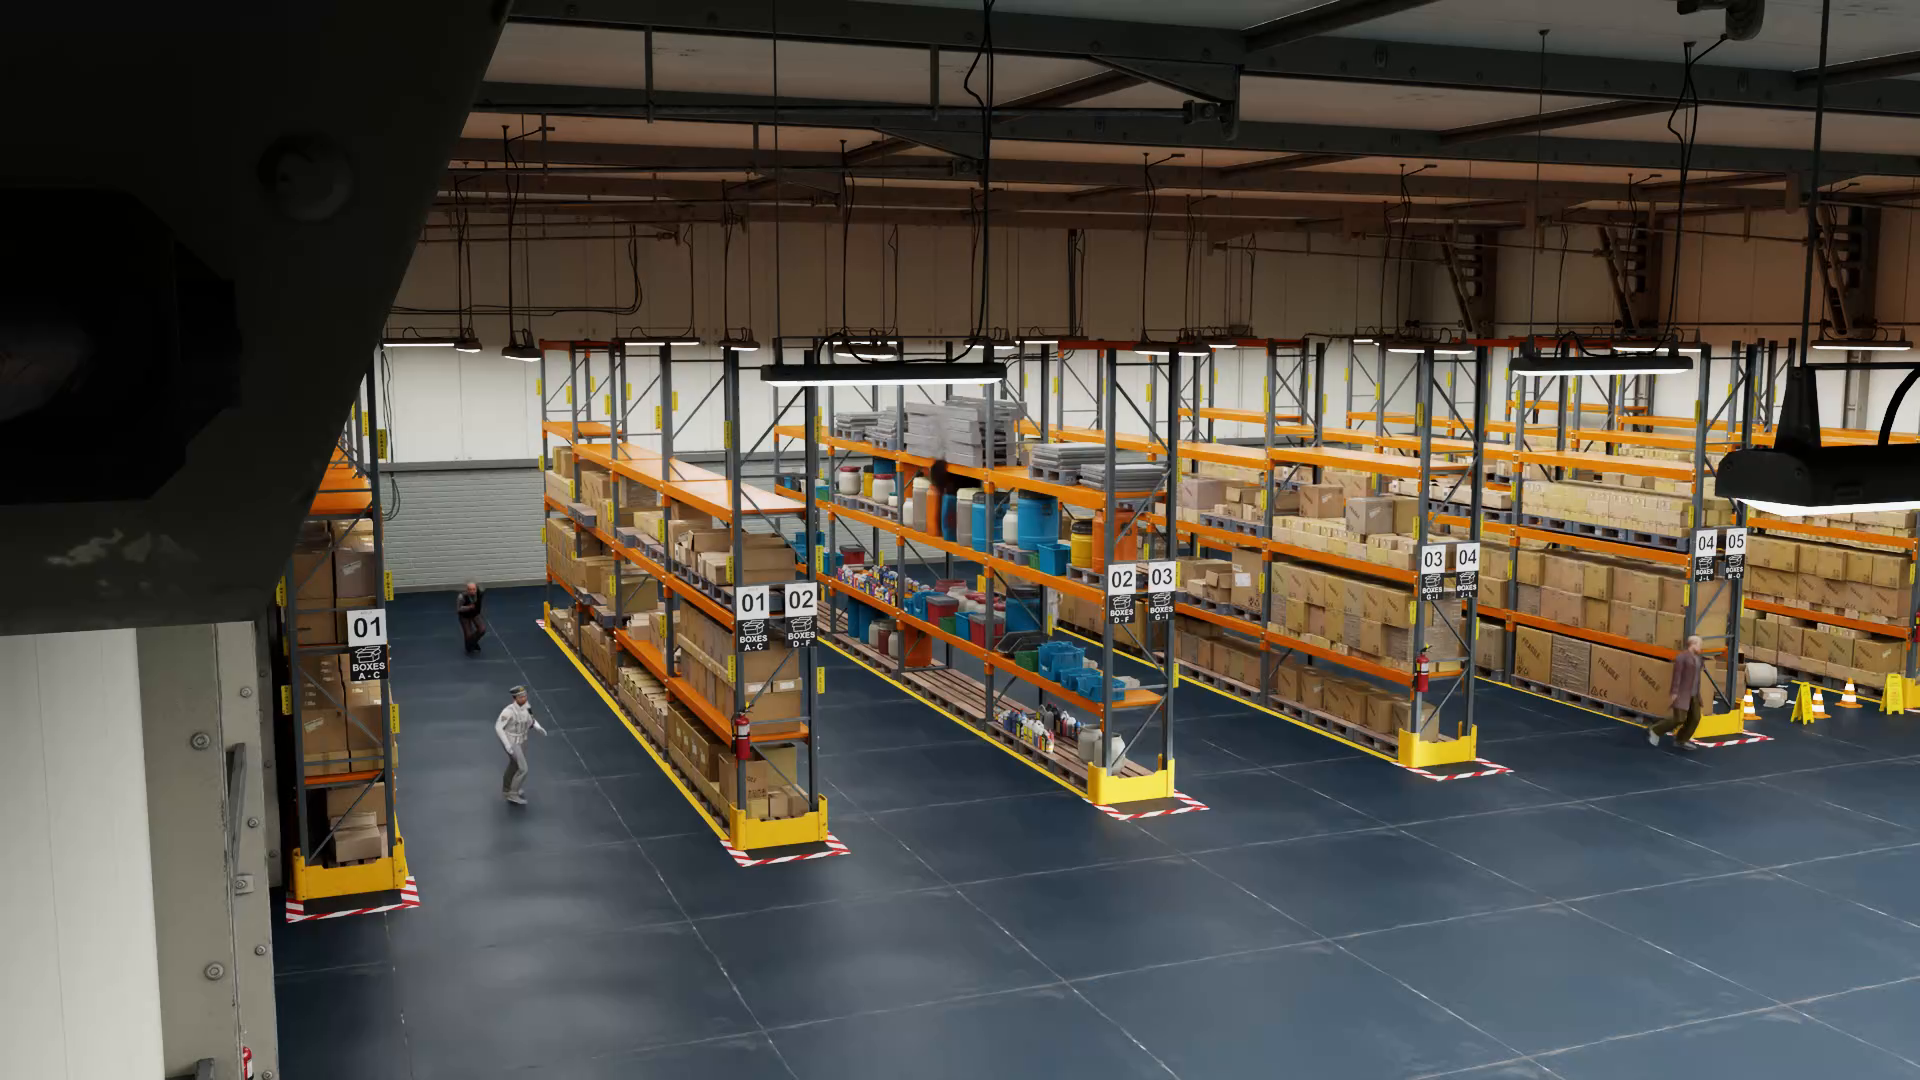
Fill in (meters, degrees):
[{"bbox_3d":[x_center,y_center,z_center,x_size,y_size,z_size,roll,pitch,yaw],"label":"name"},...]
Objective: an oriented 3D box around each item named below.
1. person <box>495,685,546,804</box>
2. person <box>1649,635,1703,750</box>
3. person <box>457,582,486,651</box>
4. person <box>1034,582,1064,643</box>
[{"bbox_3d":[-5.861,2.692,22.103,0.762,1.620,0.636,2,8,13],"label":"person"},{"bbox_3d":[10.659,2.252,24.716,0.714,1.726,0.652,-5,9,-31],"label":"person"},{"bbox_3d":[-9.359,1.476,31.852,0.660,1.445,0.982,-6,9,-37],"label":"person"},{"bbox_3d":[1.753,1.230,32.776,0.656,1.713,0.647,-5,9,-36],"label":"person"}]
